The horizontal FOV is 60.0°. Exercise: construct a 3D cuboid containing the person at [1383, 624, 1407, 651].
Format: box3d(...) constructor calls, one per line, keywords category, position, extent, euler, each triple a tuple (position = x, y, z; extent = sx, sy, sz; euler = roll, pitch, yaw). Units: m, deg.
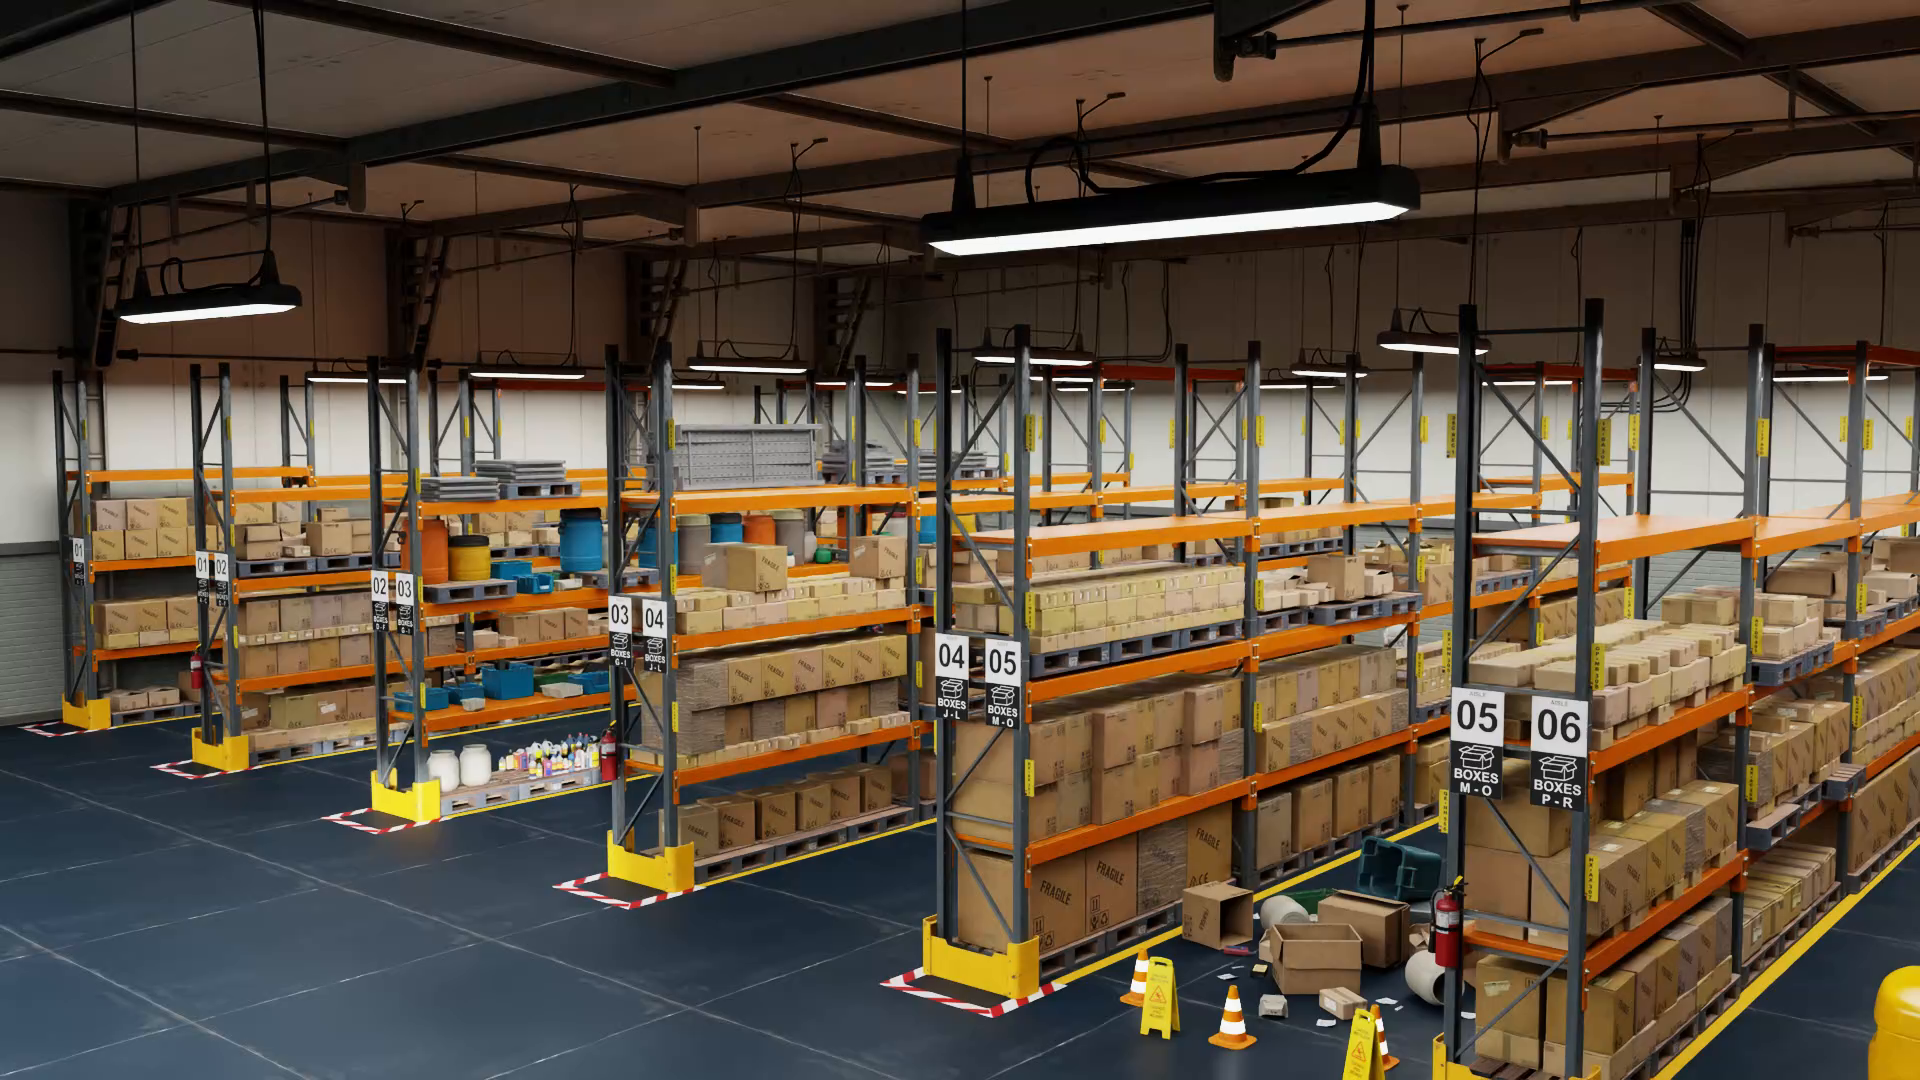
box3d(category="person", position=(7.839, 2.146, 29.535), extent=(0.660, 1.761, 0.482), euler=(3, 5, 38))
